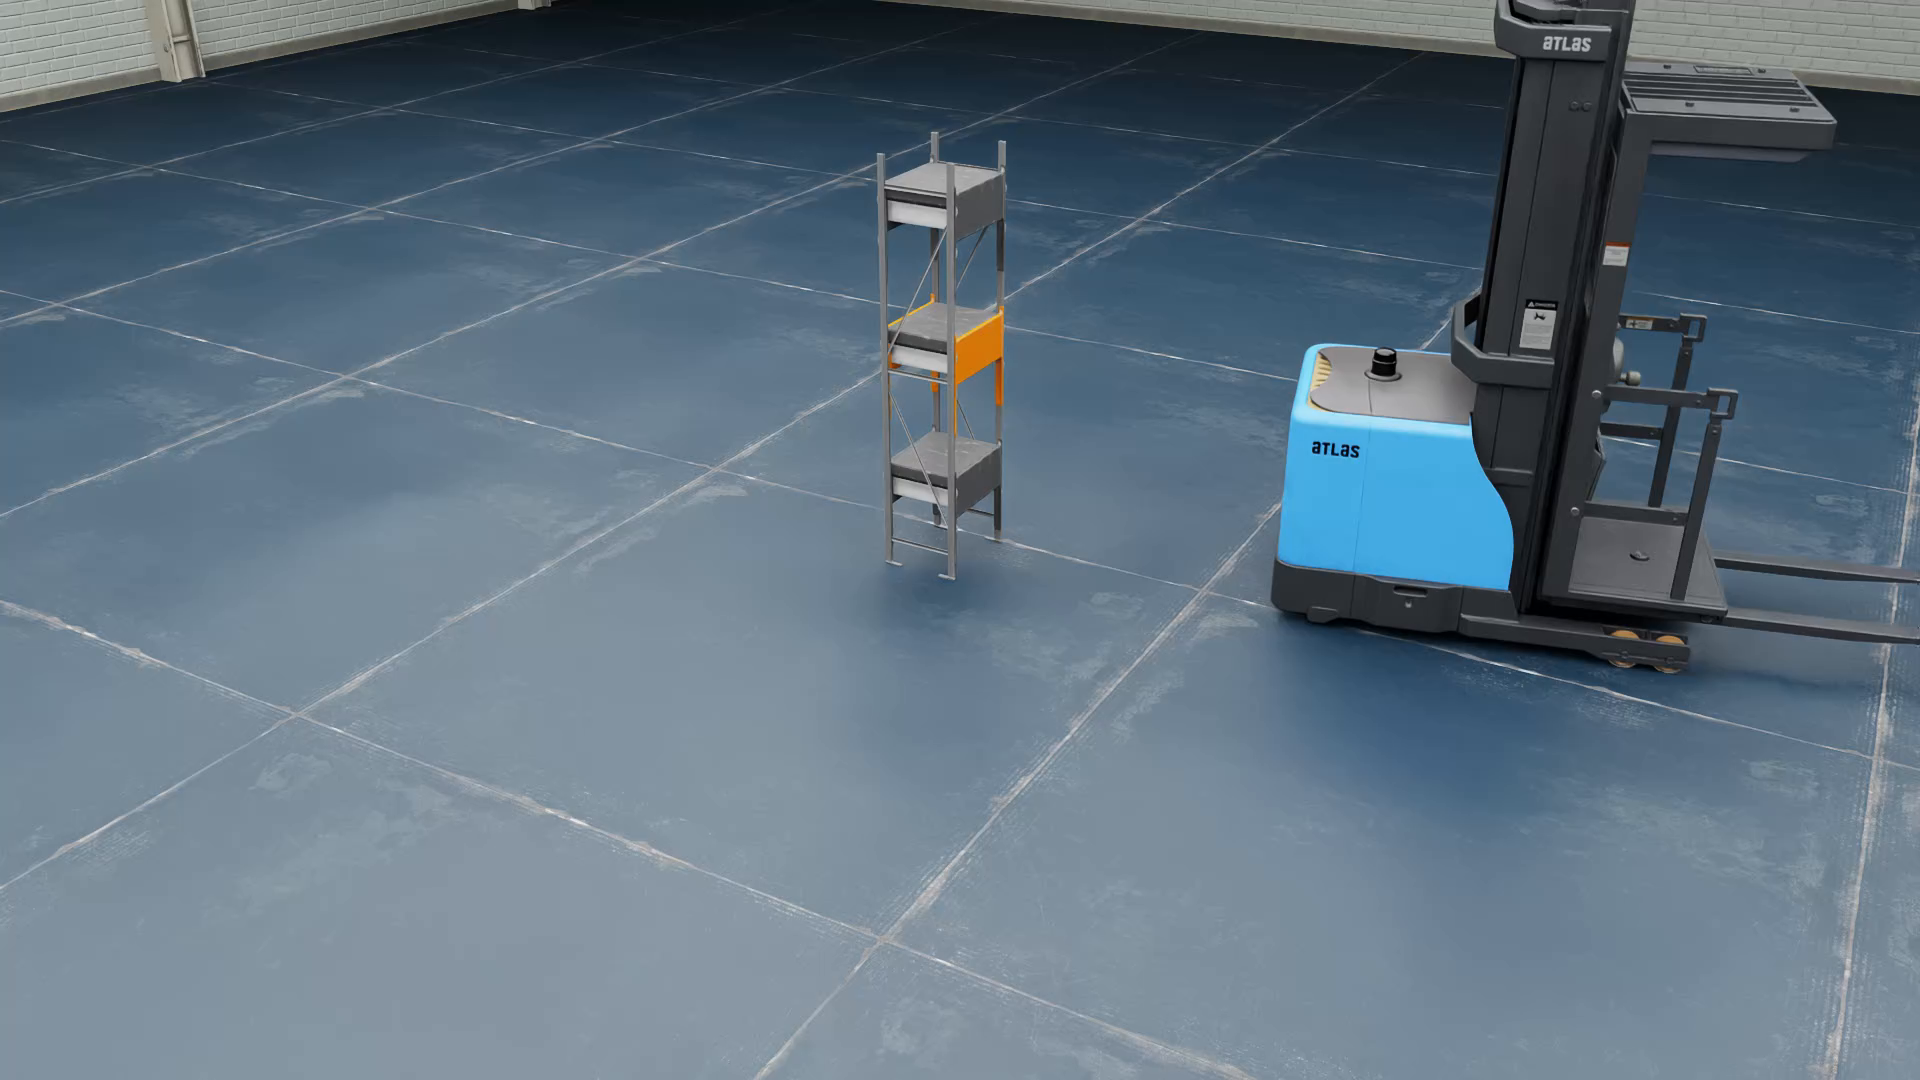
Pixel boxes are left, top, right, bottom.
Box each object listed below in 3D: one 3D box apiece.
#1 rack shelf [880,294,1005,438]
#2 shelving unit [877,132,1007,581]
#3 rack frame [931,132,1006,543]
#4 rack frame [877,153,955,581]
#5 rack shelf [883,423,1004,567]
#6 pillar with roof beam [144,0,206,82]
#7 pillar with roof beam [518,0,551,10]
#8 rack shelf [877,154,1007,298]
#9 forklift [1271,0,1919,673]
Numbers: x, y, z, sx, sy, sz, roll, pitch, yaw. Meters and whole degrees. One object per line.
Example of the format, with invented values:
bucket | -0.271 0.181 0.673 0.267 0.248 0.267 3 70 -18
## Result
rack shelf | -0.081 -0.862 8.157 0.431 0.518 0.480 14 30 26
shelving unit | -0.081 -0.874 8.151 0.431 2.100 0.503 14 30 26
rack frame | 0.039 -0.970 8.341 0.400 2.100 0.015 14 30 26
rack frame | -0.201 -0.779 7.961 0.400 2.100 0.015 14 30 26
rack shelf | -0.081 -0.236 8.471 0.431 0.518 0.480 14 30 26
pillar with roof beam | -5.433 -8.536 15.749 9.100 9.000 0.400 14 30 26
pillar with roof beam | -2.482 -10.874 20.420 9.100 9.000 0.400 14 30 26
rack shelf | -0.081 -1.488 7.844 0.431 0.518 0.480 14 30 26
forklift | 3.071 -0.971 7.415 3.031 2.935 1.130 7 27 13
